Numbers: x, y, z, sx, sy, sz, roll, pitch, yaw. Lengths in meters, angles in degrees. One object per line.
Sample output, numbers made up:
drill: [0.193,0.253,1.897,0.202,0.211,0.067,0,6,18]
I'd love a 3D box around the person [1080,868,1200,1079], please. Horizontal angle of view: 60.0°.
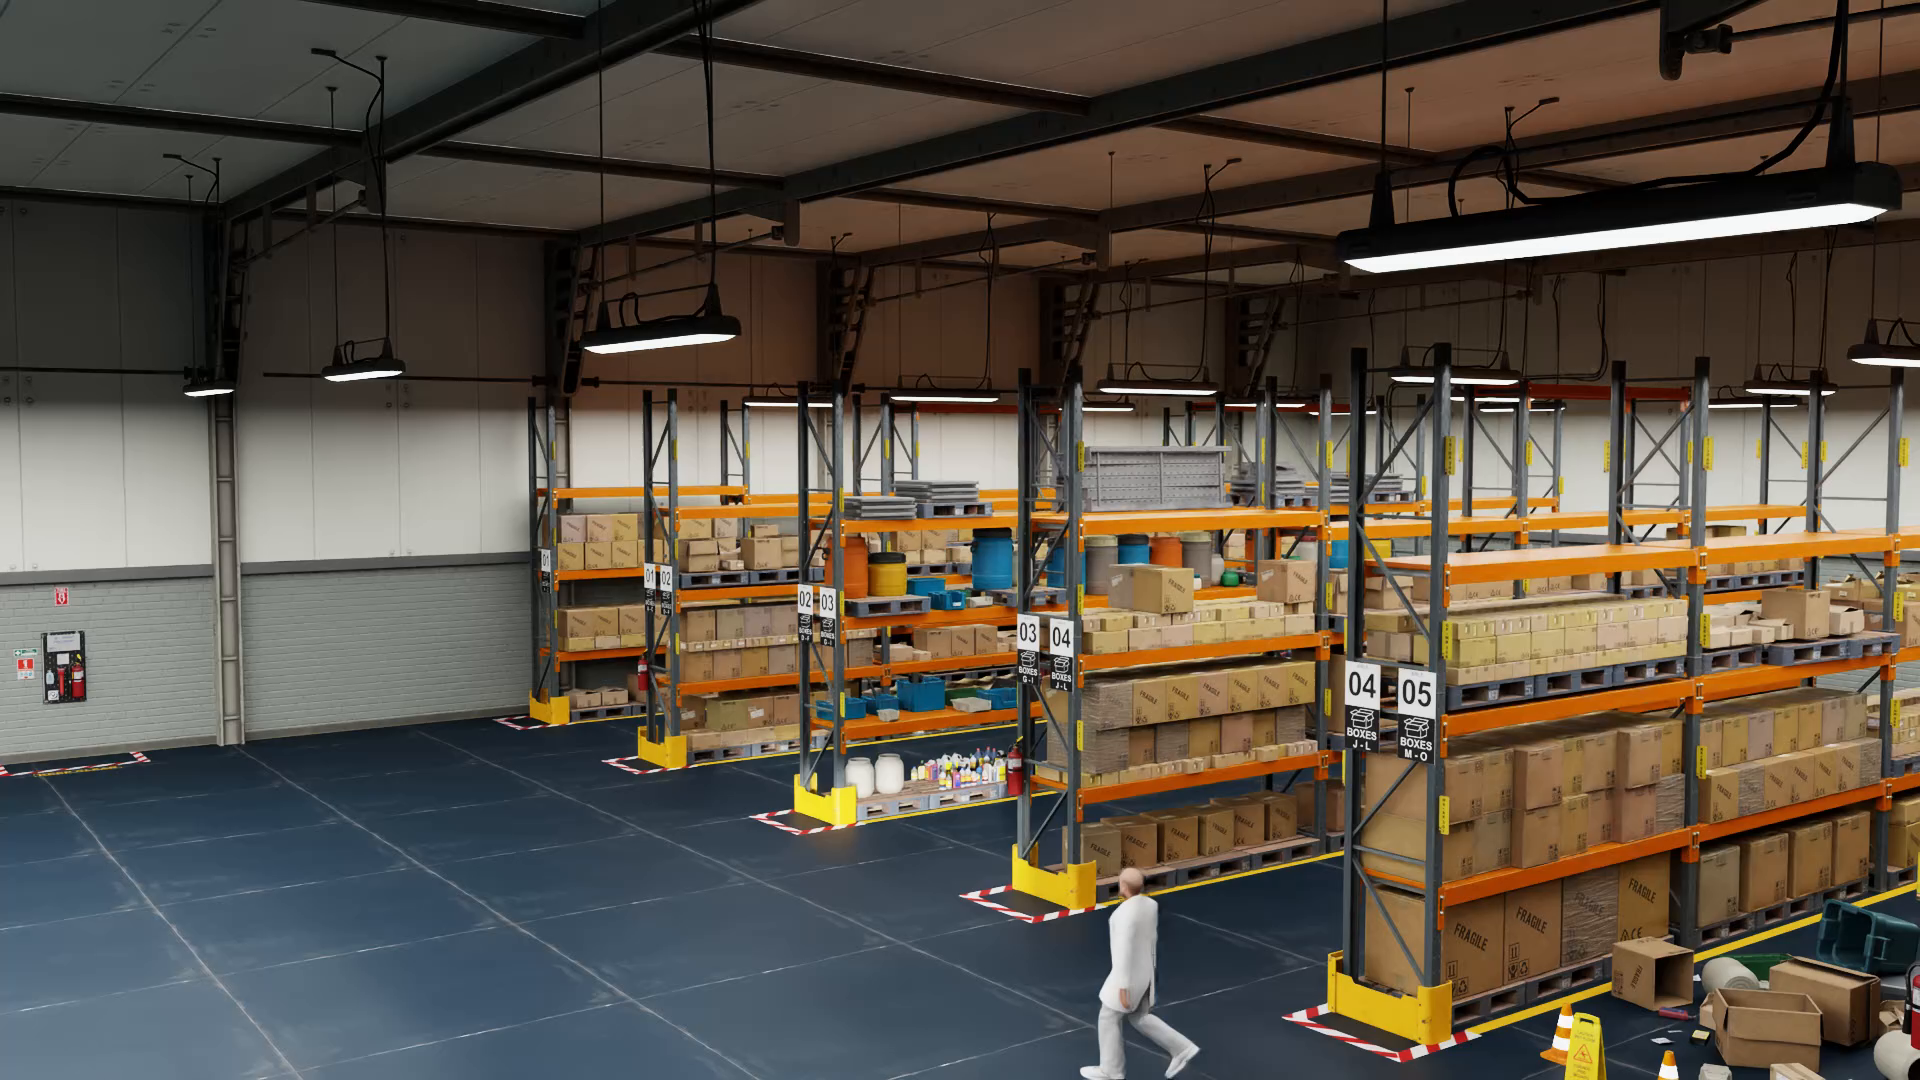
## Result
person: [1.428,3.539,13.269,0.940,1.650,0.577,1,4,22]
